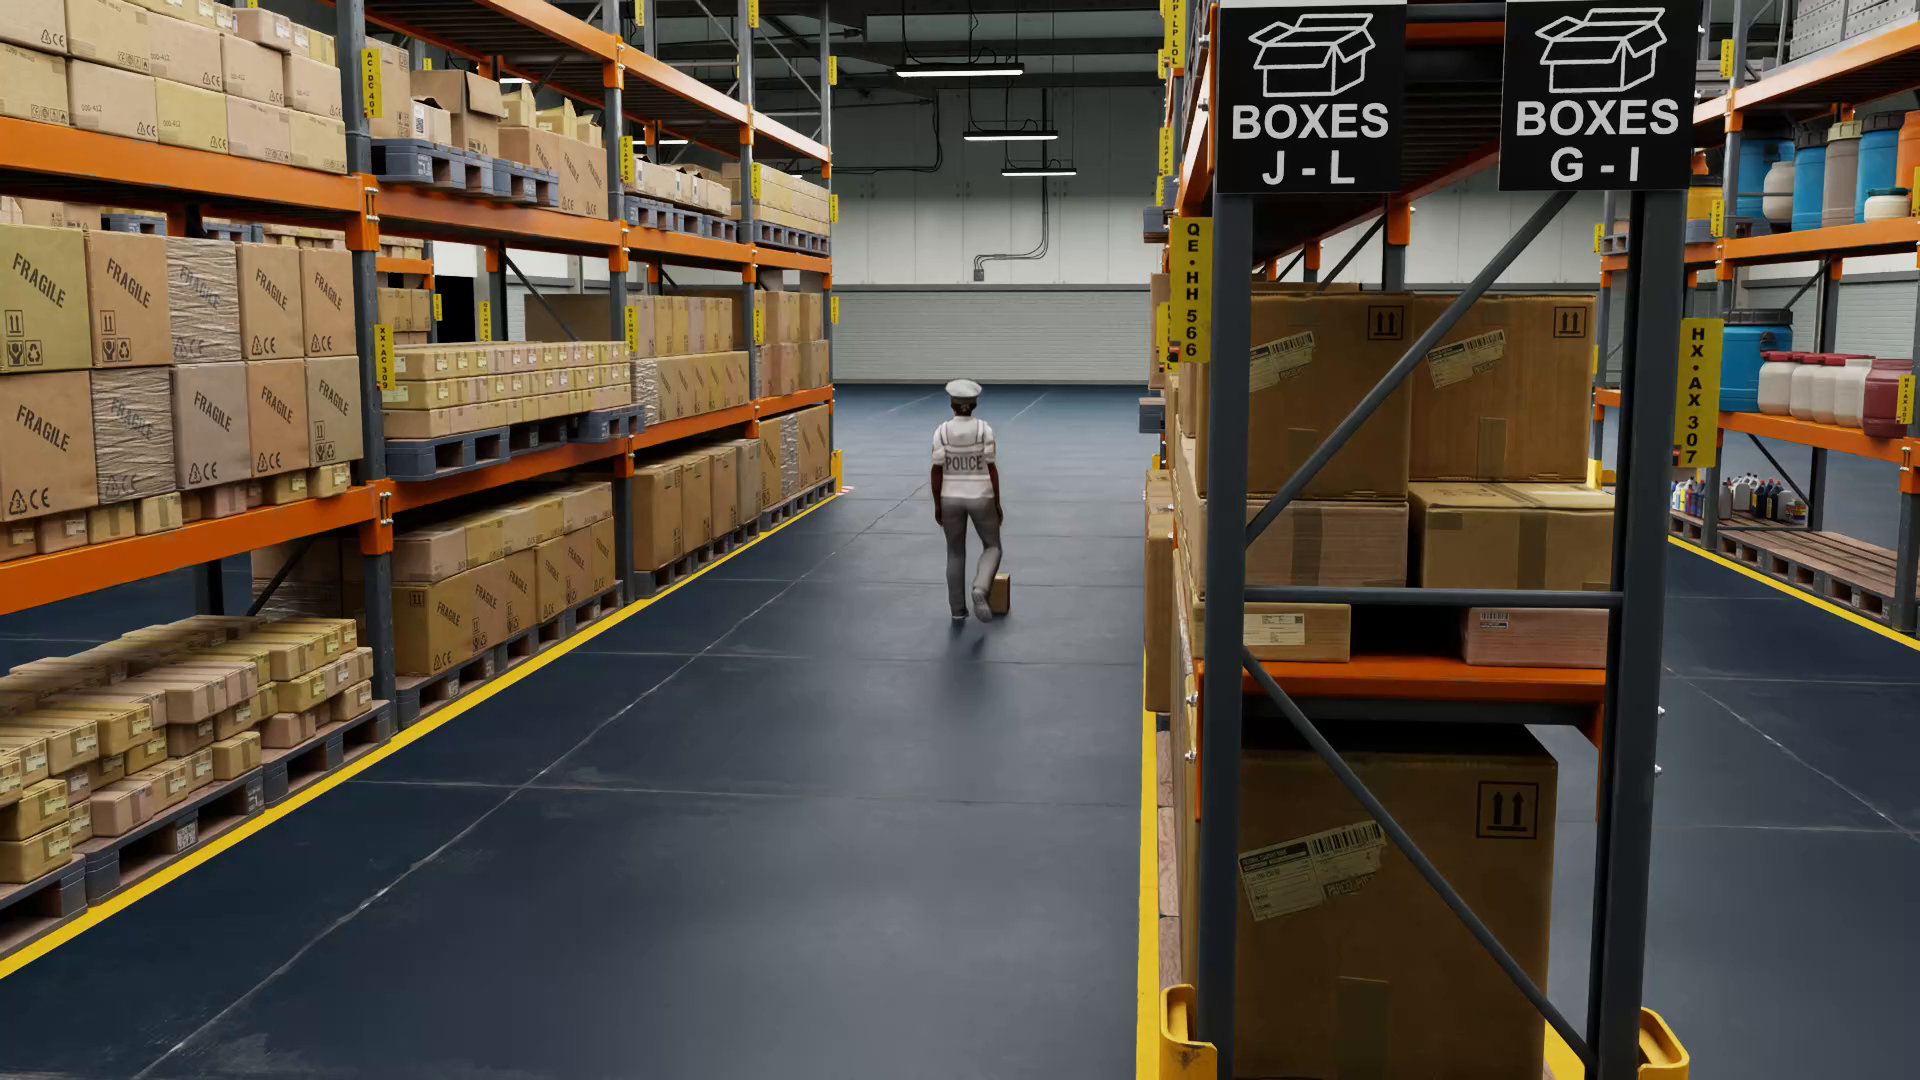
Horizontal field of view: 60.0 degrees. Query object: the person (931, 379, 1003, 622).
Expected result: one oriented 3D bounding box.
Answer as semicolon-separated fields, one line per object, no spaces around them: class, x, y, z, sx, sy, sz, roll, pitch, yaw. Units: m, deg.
person;0.054;-0.266;11.469;0.496;1.683;0.583;1;8;8
